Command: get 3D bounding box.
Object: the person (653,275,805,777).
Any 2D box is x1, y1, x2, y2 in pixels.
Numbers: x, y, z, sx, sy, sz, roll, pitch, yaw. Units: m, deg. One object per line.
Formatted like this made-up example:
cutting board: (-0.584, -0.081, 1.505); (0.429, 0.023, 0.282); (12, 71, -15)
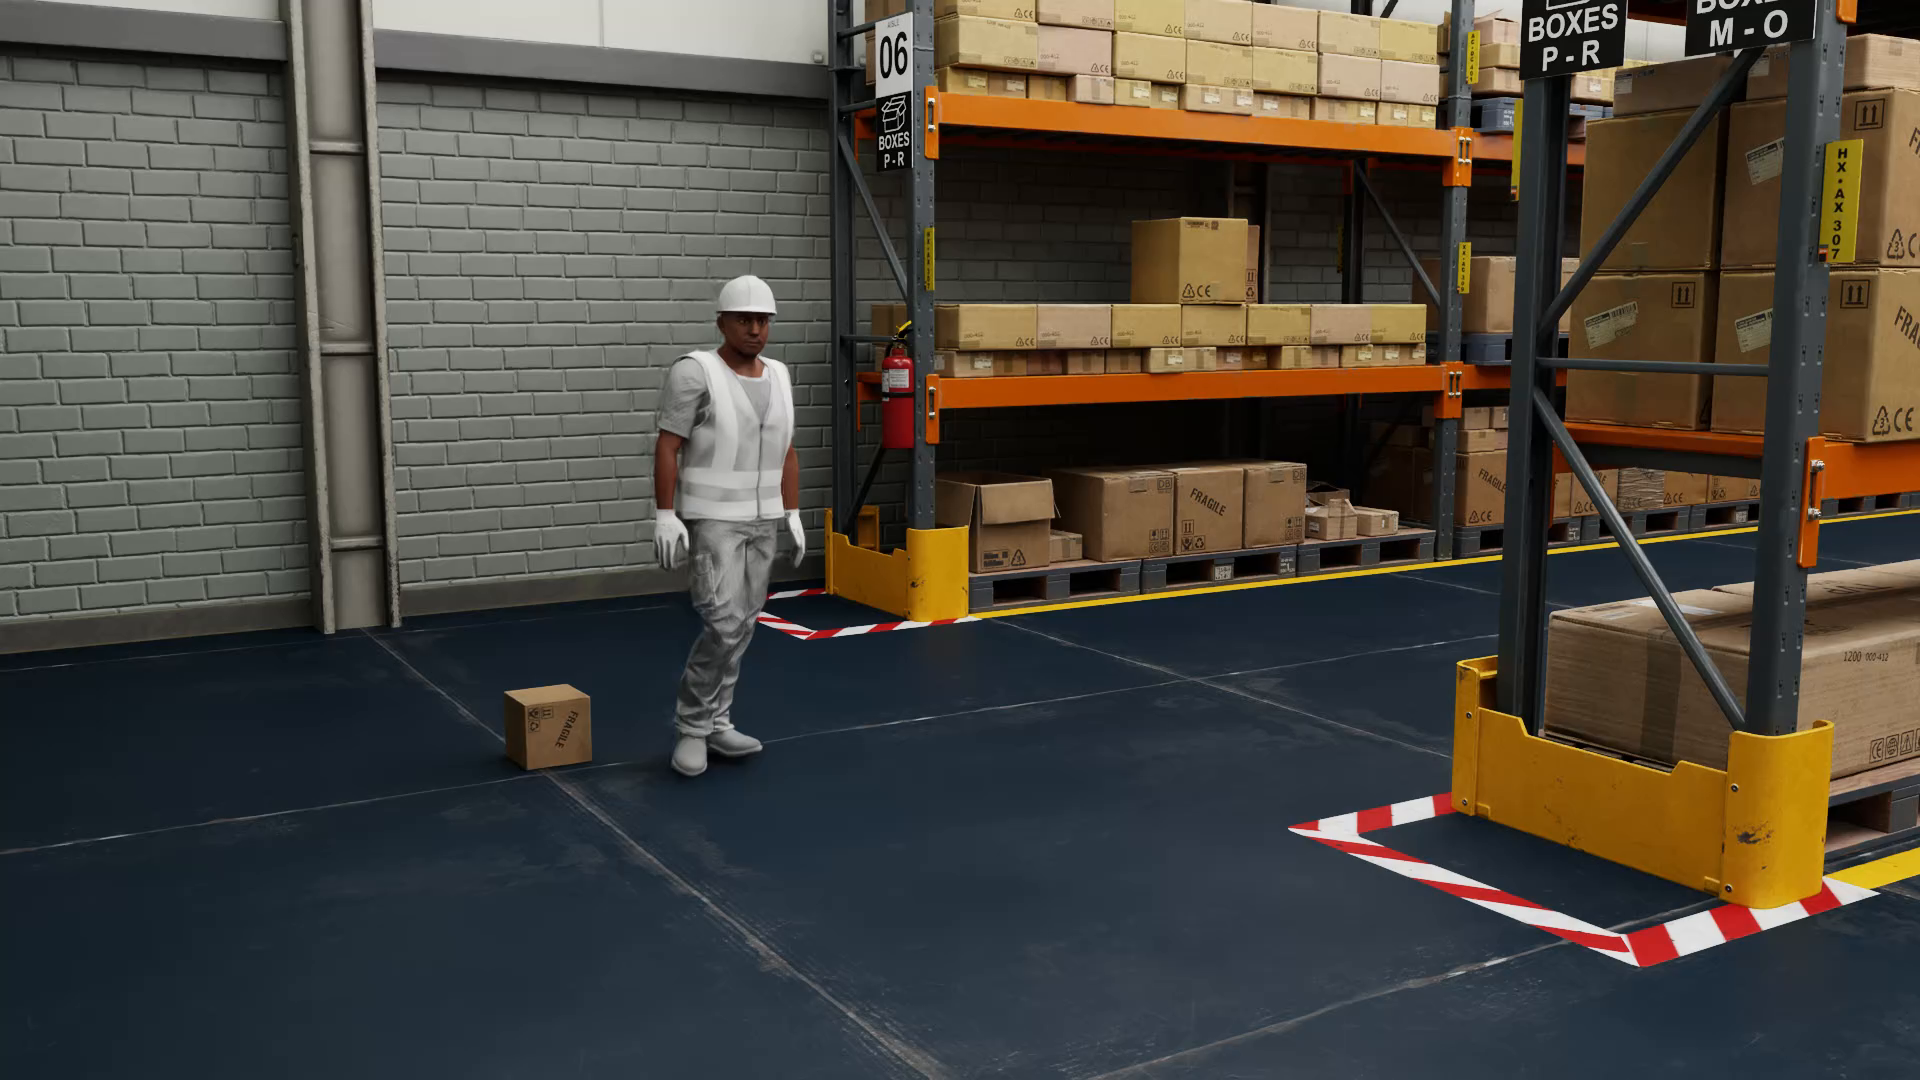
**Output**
person: (-0.838, -0.068, 6.058); (0.462, 1.771, 0.592); (6, 10, 38)
